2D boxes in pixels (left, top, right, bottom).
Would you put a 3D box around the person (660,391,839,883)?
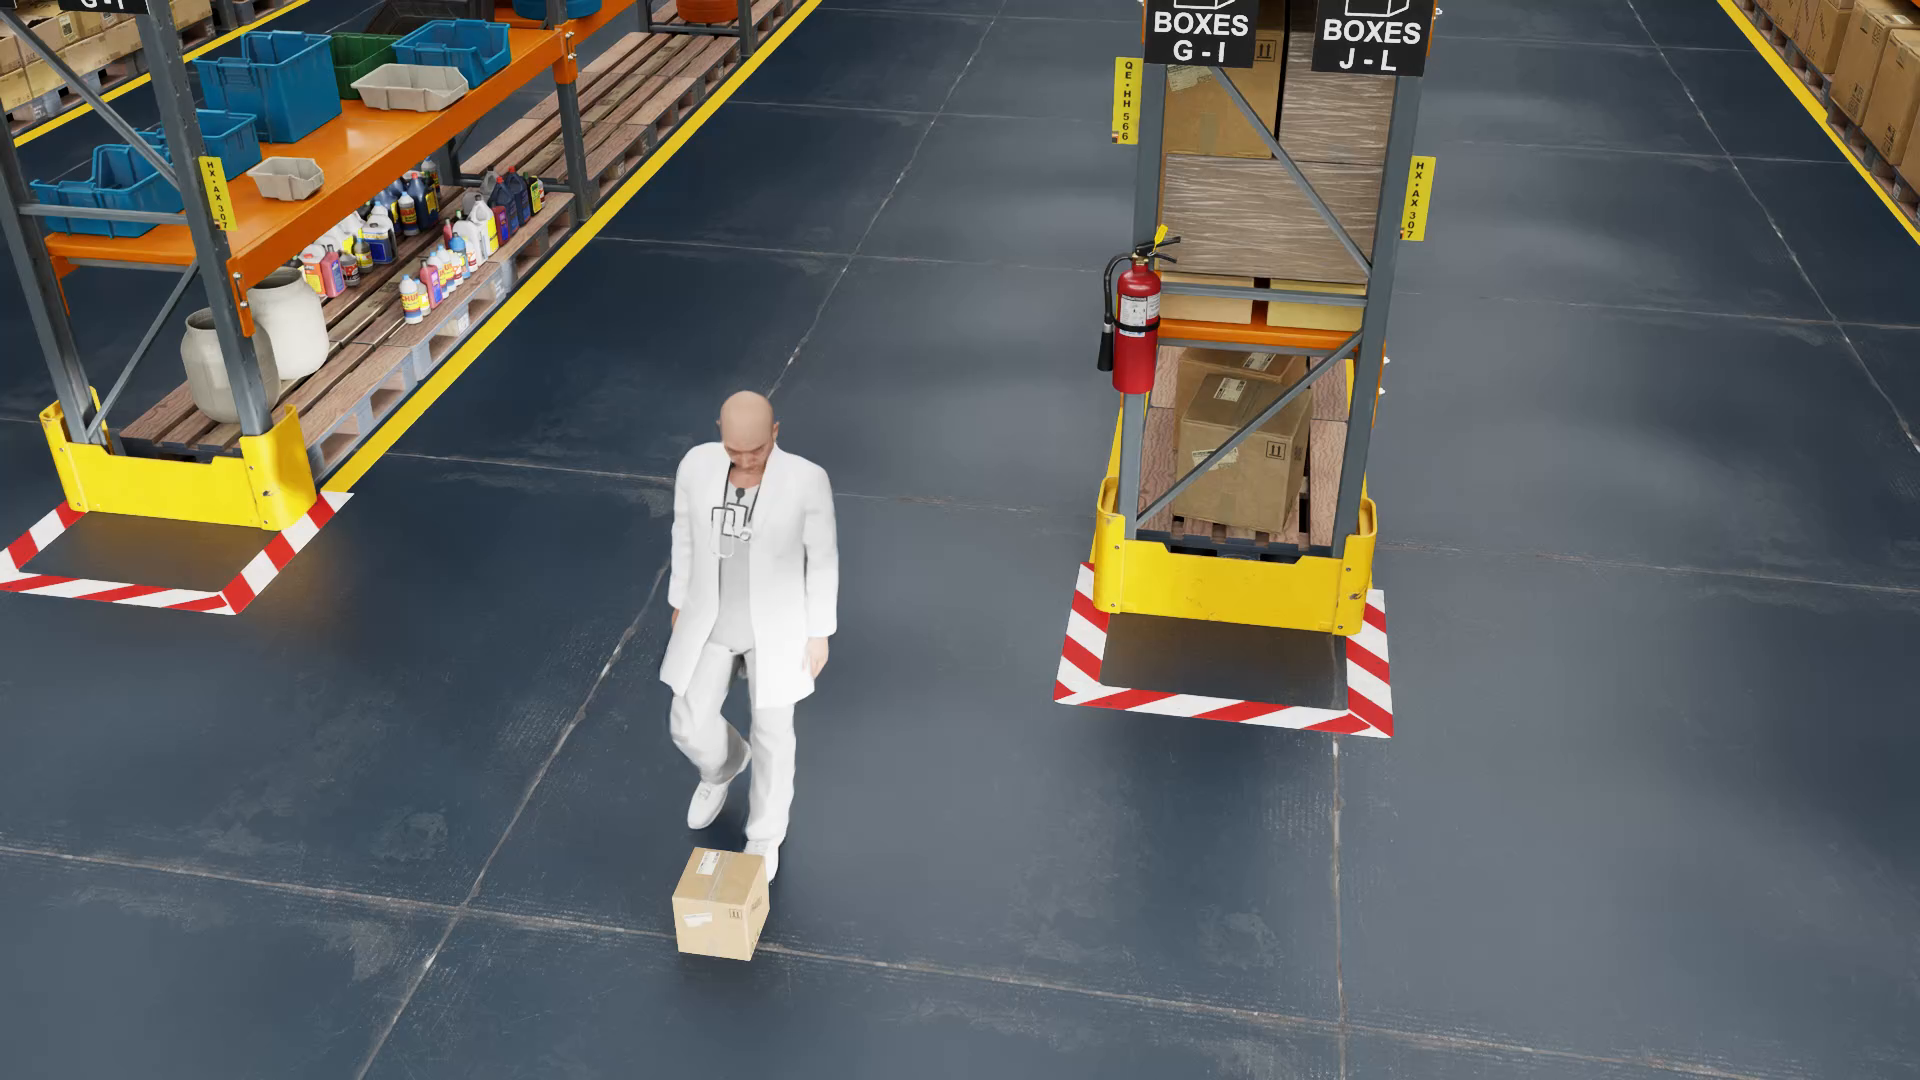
[{"bbox_3d":[-0.724,0.326,5.589,0.607,1.771,0.585,5,32,8],"label":"person"}]
